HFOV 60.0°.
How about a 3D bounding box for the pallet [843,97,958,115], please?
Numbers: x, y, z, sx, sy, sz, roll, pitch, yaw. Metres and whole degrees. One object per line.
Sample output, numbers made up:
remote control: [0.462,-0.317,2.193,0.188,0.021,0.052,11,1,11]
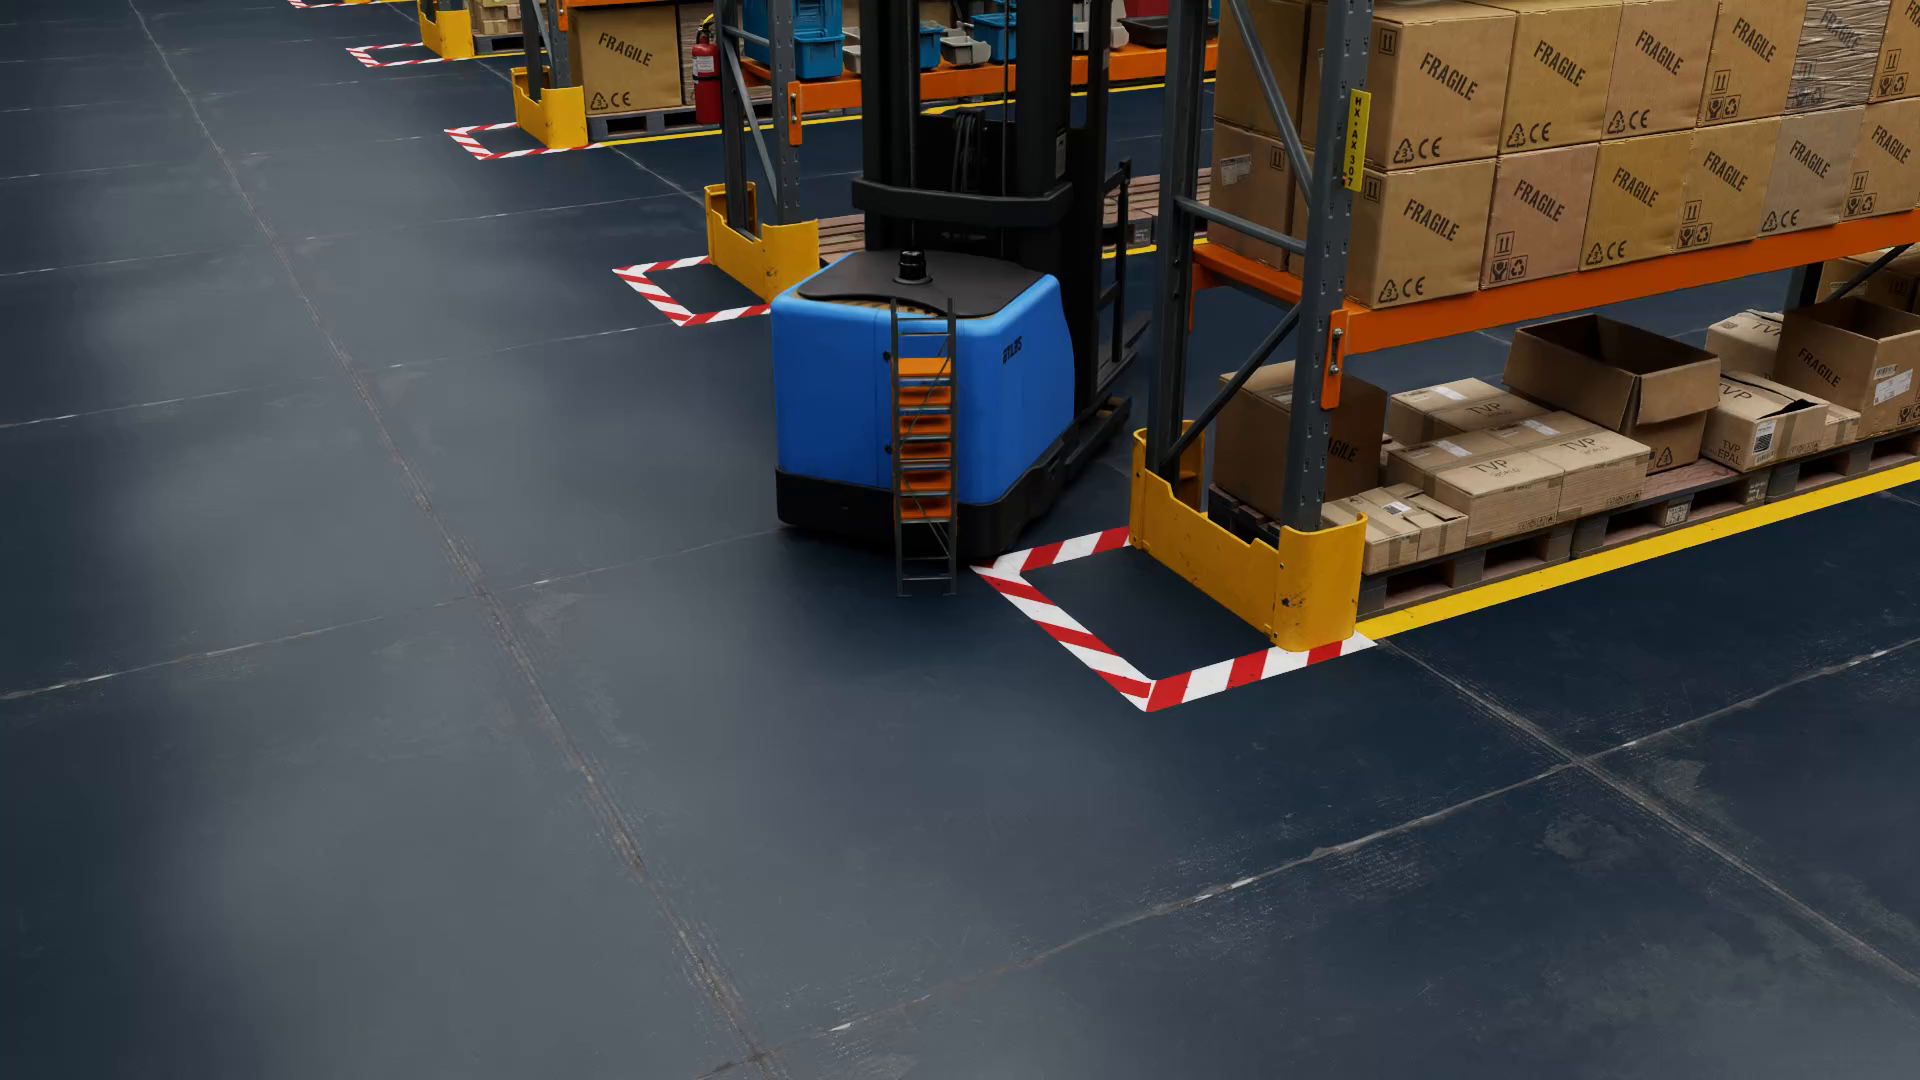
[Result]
pallet: [-0.767,-4.372,16.112,1.213,0.211,1.003,-13,29,-25]

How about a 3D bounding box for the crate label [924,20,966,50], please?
crate label: [-0.127,-3.311,10.915,0.243,0.136,0.396,-13,29,-25]

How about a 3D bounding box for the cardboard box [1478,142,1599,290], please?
cardboard box: [2.038,-1.297,6.370,0.500,0.500,0.500,-13,29,-26]

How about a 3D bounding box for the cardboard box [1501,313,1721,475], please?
cardboard box: [2.943,-0.658,7.531,0.637,0.503,0.797,-13,29,-25]

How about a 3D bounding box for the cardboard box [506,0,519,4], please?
cardboard box: [-5.025,-6.105,18.622,0.250,0.149,0.380,-12,28,-24]

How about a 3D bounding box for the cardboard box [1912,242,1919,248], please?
cardboard box: [5.339,-1.349,8.973,0.500,0.500,0.500,-13,29,-25]

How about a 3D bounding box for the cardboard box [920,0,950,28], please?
cardboard box: [-0.680,-4.881,15.921,0.875,0.875,0.875,-13,29,-25]

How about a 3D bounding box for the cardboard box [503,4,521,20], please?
cardboard box: [-4.982,-5.935,18.611,0.250,0.149,0.380,-13,29,-25]

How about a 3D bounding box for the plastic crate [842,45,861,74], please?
plastic crate: [-0.564,-2.914,10.089,0.298,0.136,0.250,-13,29,-25]

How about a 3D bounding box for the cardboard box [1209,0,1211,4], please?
cardboard box: [2.061,-5.489,17.186,0.875,0.875,1.225,-13,29,-25]

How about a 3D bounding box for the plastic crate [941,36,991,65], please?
plastic crate: [0.035,-3.052,10.377,0.298,0.136,0.250,-13,29,-25]

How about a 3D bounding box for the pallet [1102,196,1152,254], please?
pallet: [0.563,-2.190,11.568,1.213,0.211,1.003,-13,29,-25]

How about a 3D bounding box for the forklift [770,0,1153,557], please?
forklift: [0.222,-1.862,7.742,1.130,2.935,3.031,10,27,20]

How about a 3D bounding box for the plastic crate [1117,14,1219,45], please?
plastic crate: [1.410,-3.435,11.187,0.590,0.125,0.437,-13,29,-25]

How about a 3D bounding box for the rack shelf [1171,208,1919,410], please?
rack shelf: [2.834,-1.238,7.194,4.000,0.370,1.077,-13,29,-25]

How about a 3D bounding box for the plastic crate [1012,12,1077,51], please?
plastic crate: [0.541,-3.253,10.684,0.300,0.233,0.416,-13,29,-25]

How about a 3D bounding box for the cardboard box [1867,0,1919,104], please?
cardboard box: [3.824,-2.158,7.009,0.500,0.500,0.500,-14,29,-26]

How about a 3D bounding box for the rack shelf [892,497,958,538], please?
rack shelf: [-0.142,-0.096,6.720,0.258,0.103,0.180,-2,26,-4]

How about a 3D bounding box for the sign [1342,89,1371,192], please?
sign: [1.325,-1.338,5.571,0.005,0.325,0.100,-13,29,-25]

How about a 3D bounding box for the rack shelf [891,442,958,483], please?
rack shelf: [-0.142,-0.312,6.616,0.258,0.103,0.180,-2,26,-4]

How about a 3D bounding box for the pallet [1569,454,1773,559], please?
pallet: [2.914,-0.323,7.679,1.213,0.211,1.003,-13,29,-25]

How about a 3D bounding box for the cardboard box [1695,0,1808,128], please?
cardboard box: [2.934,-1.954,6.583,0.500,0.500,0.500,-13,29,-26]

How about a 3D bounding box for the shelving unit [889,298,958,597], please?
shelving unit: [-0.142,-0.352,6.597,0.258,1.200,0.189,-2,26,-4]

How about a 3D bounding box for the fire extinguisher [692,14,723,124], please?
fire extinguisher: [-1.605,-2.987,10.527,0.183,0.674,0.296,-13,29,-25]

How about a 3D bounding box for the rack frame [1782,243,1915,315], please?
rack frame: [4.599,-1.970,7.887,0.127,3.000,1.000,-13,29,-25]

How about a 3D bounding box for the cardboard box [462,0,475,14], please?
cardboard box: [-5.502,-6.109,18.973,0.250,0.149,0.380,-14,29,-26]

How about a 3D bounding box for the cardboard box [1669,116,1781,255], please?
cardboard box: [2.924,-1.499,6.792,0.500,0.500,0.500,-13,28,-24]

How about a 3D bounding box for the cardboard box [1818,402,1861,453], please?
cardboard box: [3.927,-0.559,7.735,0.250,0.149,0.380,-13,29,-25]

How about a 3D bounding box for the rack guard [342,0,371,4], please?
rack guard: [-8.273,-7.592,22.485,0.348,0.500,1.175,-13,29,-25]

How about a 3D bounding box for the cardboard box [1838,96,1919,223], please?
cardboard box: [3.824,-1.710,7.229,0.500,0.500,0.500,-12,28,-24]

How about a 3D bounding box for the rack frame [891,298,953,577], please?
rack frame: [-0.148,-0.392,6.679,0.240,1.200,0.006,-2,26,-4]

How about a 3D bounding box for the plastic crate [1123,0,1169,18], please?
plastic crate: [1.365,-3.832,11.623,0.583,0.464,0.402,-13,29,-25]

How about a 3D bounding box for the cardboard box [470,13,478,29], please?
cardboard box: [-5.467,-5.945,18.975,0.250,0.149,0.380,-12,28,-24]

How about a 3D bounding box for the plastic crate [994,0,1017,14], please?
plastic crate: [0.433,-3.515,11.230,0.300,0.233,0.416,-13,29,-25]

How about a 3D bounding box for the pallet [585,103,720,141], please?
pallet: [-2.920,-3.875,15.077,1.213,0.211,1.003,-13,29,-25]

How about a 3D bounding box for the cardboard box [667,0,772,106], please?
cardboard box: [-2.259,-4.517,15.162,0.875,0.875,0.875,-13,29,-25]

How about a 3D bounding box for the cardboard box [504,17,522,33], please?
cardboard box: [-5.028,-5.827,18.730,0.250,0.149,0.380,-13,29,-25]

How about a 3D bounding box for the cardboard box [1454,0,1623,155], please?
cardboard box: [2.043,-1.750,6.158,0.500,0.500,0.500,-13,28,-25]

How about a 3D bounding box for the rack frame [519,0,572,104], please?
rack frame: [-3.589,-4.939,14.072,0.127,3.000,1.000,-13,29,-25]

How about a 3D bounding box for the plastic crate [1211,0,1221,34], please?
plastic crate: [2.020,-3.657,11.350,0.575,0.384,0.392,-13,29,-25]

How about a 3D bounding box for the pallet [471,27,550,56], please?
pallet: [-5.033,-5.764,19.012,1.213,0.211,1.003,-13,29,-25]

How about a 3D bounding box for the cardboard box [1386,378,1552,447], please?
cardboard box: [2.285,-0.501,7.496,0.500,0.250,0.500,-13,29,-25]

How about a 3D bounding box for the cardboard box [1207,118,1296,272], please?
cardboard box: [1.336,-1.395,6.575,0.500,0.500,0.500,-12,28,-24]

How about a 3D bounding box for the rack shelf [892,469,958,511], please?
rack shelf: [-0.142,-0.204,6.668,0.258,0.103,0.180,-2,26,-4]

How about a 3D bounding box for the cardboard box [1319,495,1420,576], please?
cardboard box: [1.600,-0.022,6.616,0.250,0.149,0.380,-13,29,-25]

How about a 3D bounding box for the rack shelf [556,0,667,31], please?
rack shelf: [-1.824,-5.022,15.076,4.000,0.370,1.077,-13,29,-25]

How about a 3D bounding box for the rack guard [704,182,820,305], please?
rack guard: [-1.273,-1.911,10.652,0.348,0.500,1.175,-13,29,-25]

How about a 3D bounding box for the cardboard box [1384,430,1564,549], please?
cardboard box: [2.124,-0.218,6.907,0.500,0.250,0.500,-13,29,-25]

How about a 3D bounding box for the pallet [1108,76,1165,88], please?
pallet: [1.664,-4.933,17.280,1.213,0.211,1.003,-13,29,-25]

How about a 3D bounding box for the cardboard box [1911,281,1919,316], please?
cardboard box: [5.140,-1.047,8.344,0.500,0.500,0.500,-14,29,-27]

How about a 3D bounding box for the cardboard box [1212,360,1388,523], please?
cardboard box: [1.433,-0.431,7.063,0.500,0.500,0.500,-13,29,-25]

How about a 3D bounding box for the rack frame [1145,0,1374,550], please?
rack frame: [1.069,-1.155,6.190,0.127,3.000,1.000,-13,29,-25]
